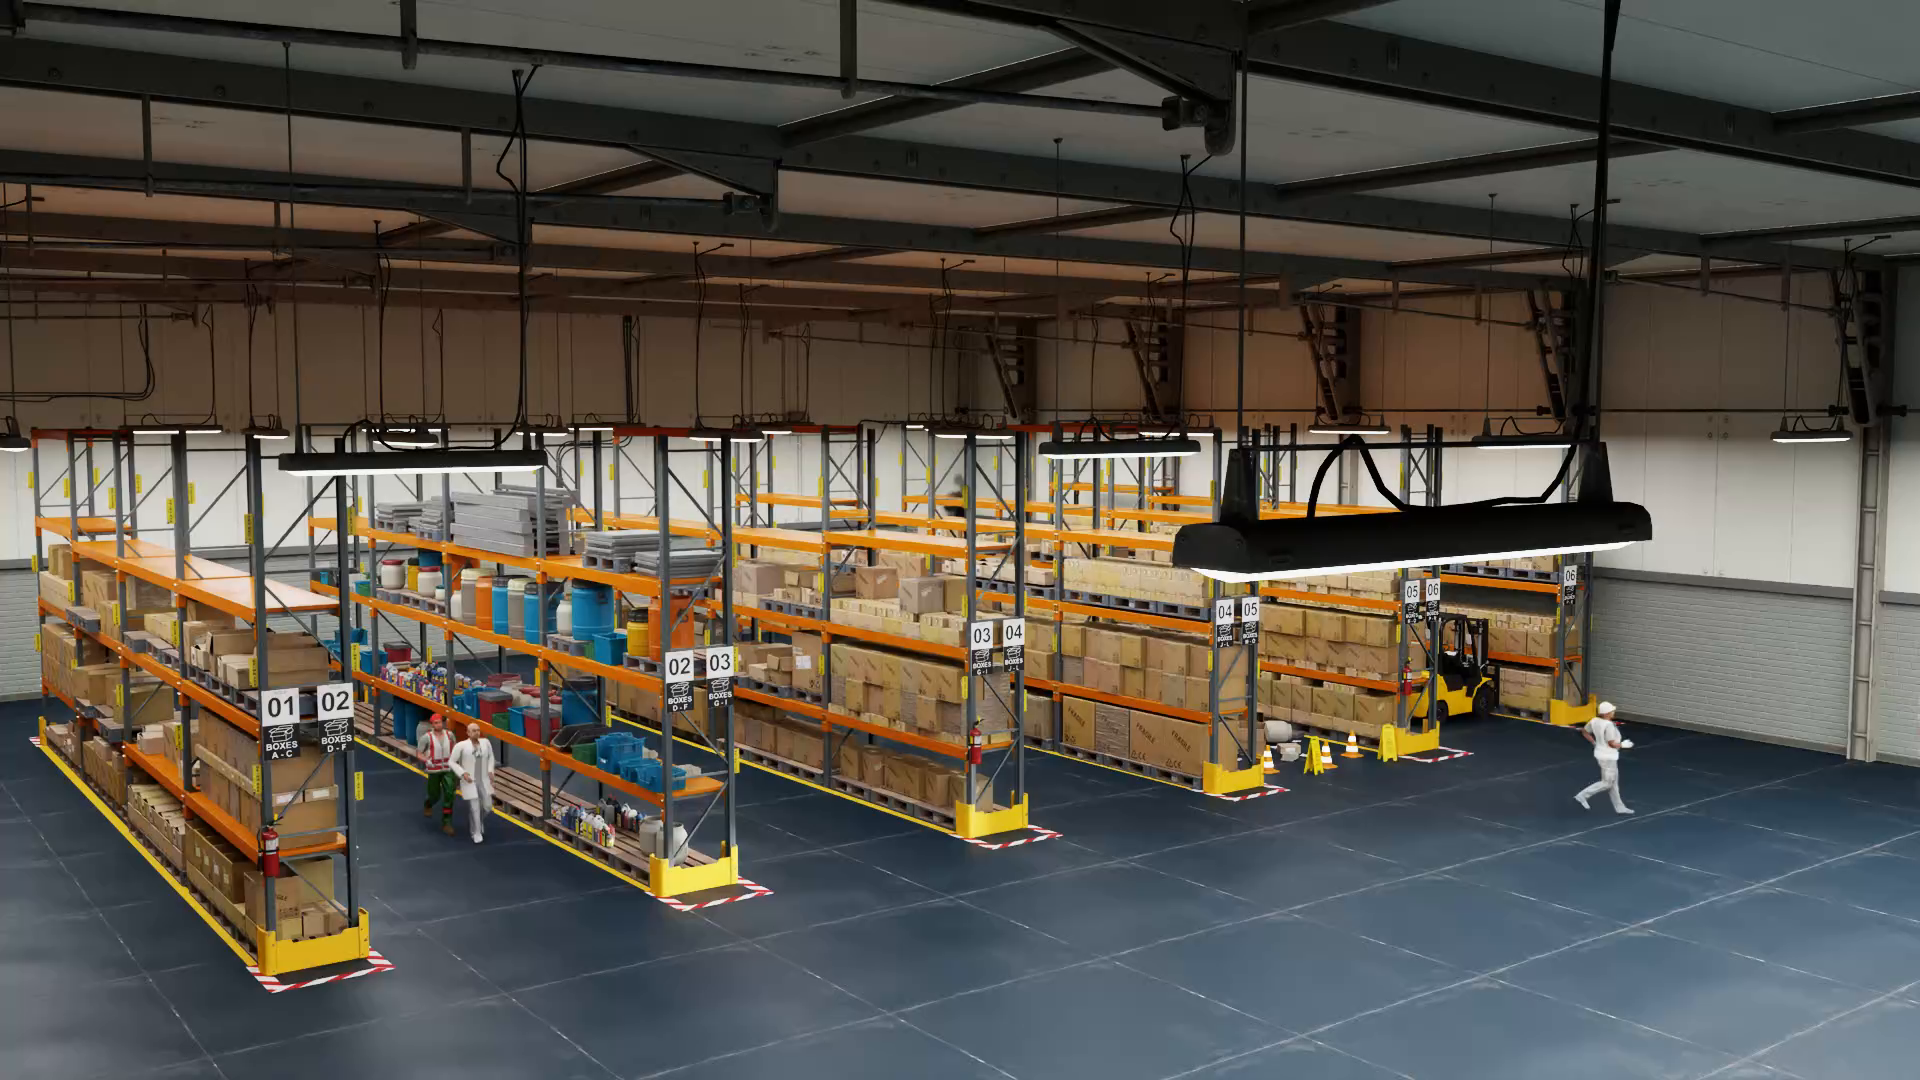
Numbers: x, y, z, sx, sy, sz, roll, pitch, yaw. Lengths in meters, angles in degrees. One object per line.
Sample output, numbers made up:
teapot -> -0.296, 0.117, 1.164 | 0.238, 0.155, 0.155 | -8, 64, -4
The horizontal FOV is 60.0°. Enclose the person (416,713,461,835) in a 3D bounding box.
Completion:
person -> -7.838, 3.487, 25.071 | 0.671, 1.774, 0.957 | -3, 5, -35

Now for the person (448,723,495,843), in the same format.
person -> -7.142, 3.547, 24.400 | 0.718, 1.743, 0.637 | -3, 6, -37

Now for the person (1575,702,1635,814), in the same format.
person -> 10.038, 3.395, 25.844 | 0.980, 1.774, 0.682 | 0, 4, 0

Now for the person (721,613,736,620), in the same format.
person -> -5.722, 2.289, 41.415 | 0.616, 1.645, 0.777 | 4, 6, 40
